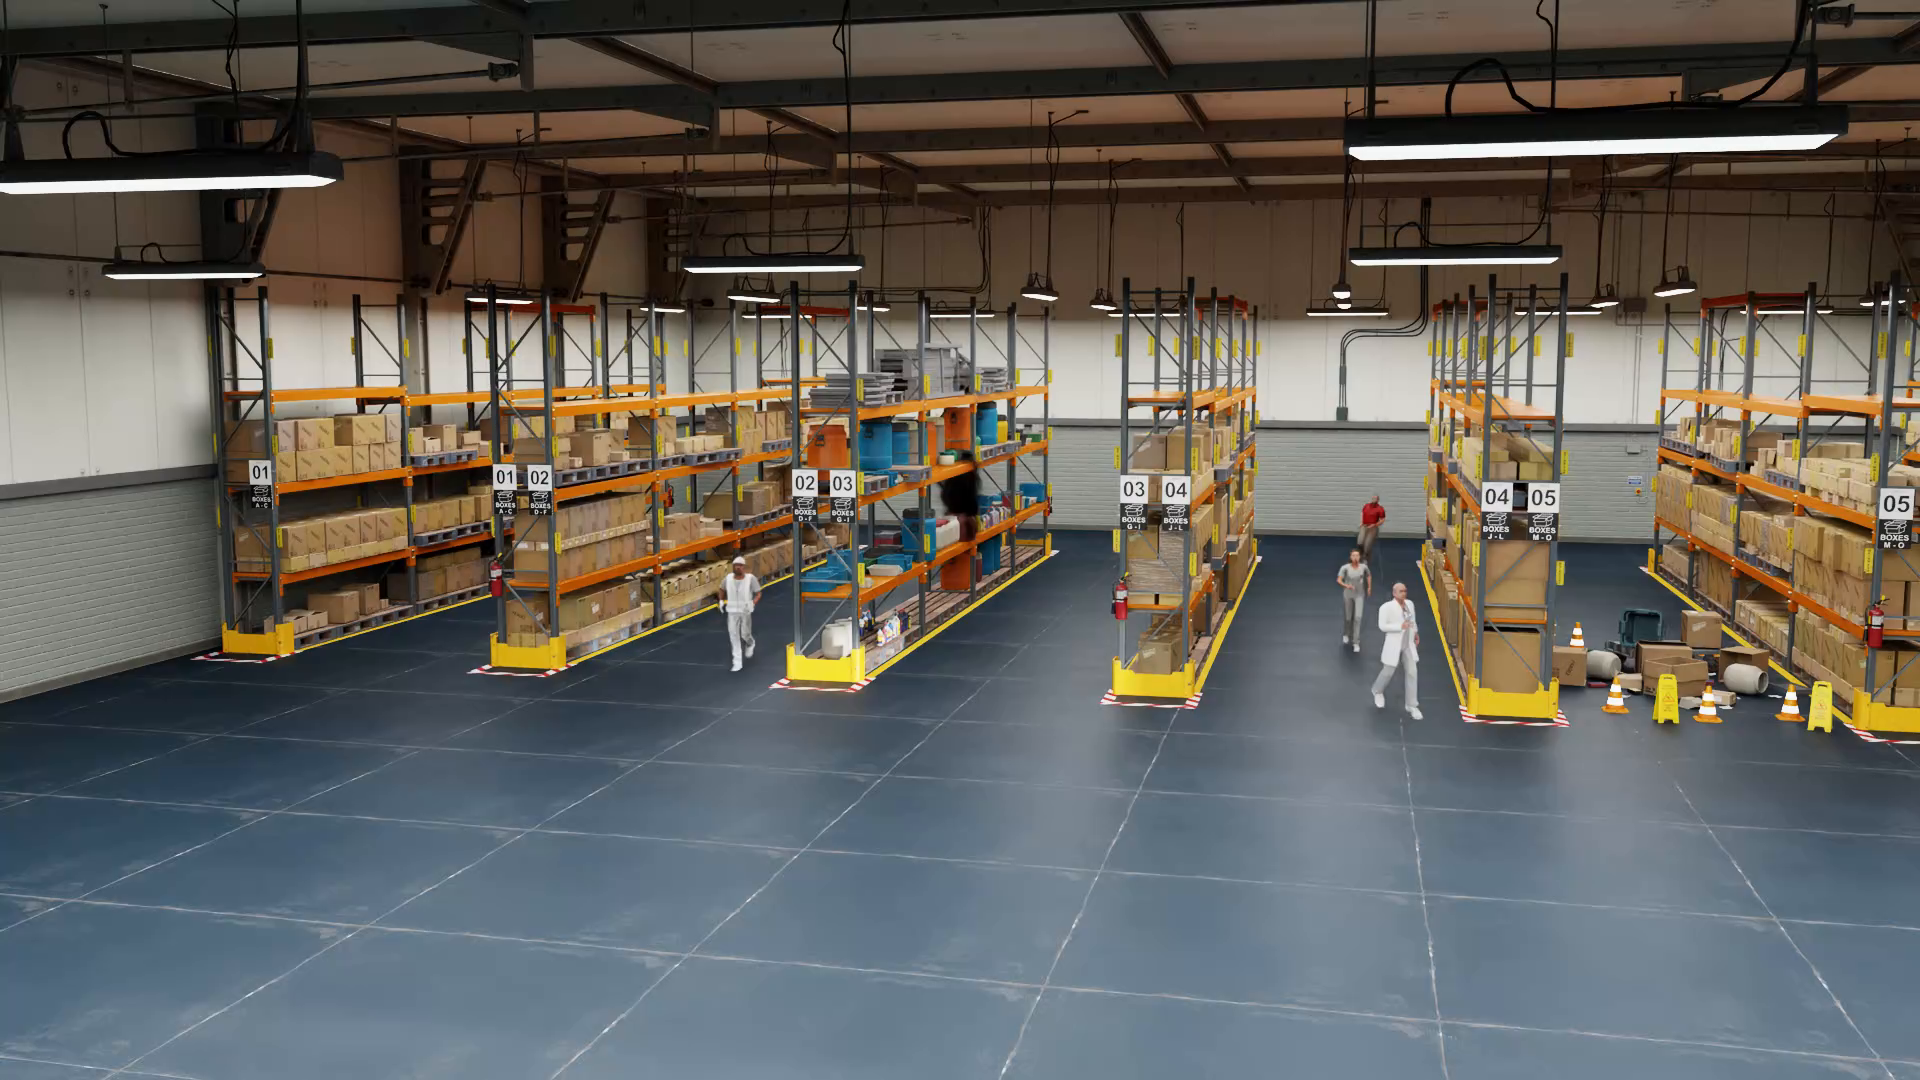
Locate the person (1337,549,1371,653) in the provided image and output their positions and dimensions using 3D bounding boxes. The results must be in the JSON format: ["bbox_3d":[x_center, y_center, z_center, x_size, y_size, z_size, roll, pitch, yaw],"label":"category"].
[{"bbox_3d":[6.590,0.979,27.820,0.583,1.696,0.856,1,7,6],"label":"person"}]

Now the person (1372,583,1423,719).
[{"bbox_3d":[6.025,1.483,22.855,0.708,1.806,1.009,-2,7,-16],"label":"person"}]

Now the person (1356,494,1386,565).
[{"bbox_3d":[9.442,-0.232,38.345,0.716,1.671,0.563,5,8,35],"label":"person"}]

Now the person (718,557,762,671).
[{"bbox_3d":[-3.470,1.131,26.171,0.709,1.758,0.910,0,7,2],"label":"person"}]
